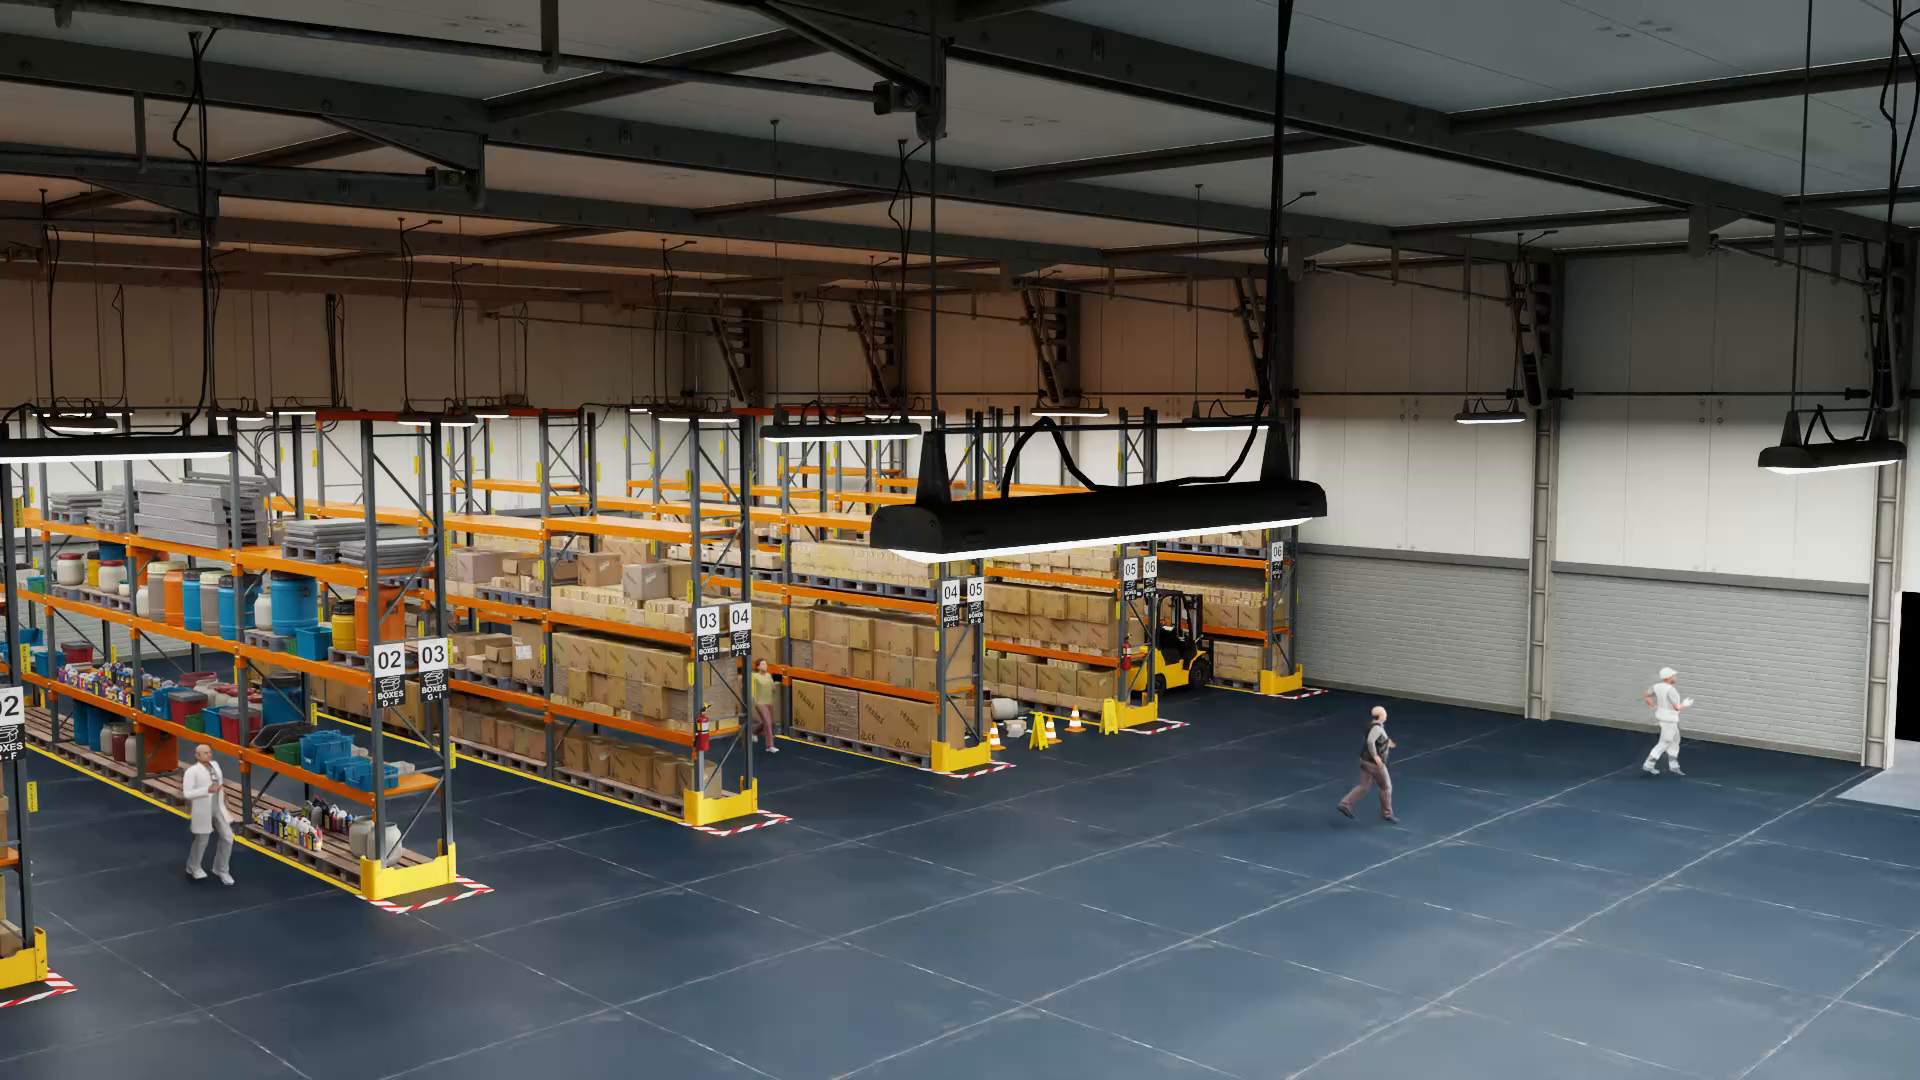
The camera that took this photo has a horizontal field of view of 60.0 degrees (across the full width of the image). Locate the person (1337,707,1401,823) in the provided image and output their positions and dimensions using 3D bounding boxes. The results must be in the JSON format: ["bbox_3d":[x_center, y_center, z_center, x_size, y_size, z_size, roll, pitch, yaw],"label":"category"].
[{"bbox_3d":[6.028,3.309,24.433,0.953,1.731,0.617,-1,5,-13],"label":"person"}]

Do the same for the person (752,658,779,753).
[{"bbox_3d":[-3.502,2.903,29.417,0.868,1.641,0.589,4,7,41],"label":"person"}]

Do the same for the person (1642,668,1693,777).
[{"bbox_3d":[11.614,3.004,27.332,0.765,1.831,0.632,0,5,1],"label":"person"}]

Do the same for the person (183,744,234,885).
[{"bbox_3d":[-9.699,3.543,21.442,0.806,1.837,0.686,3,6,31],"label":"person"}]
